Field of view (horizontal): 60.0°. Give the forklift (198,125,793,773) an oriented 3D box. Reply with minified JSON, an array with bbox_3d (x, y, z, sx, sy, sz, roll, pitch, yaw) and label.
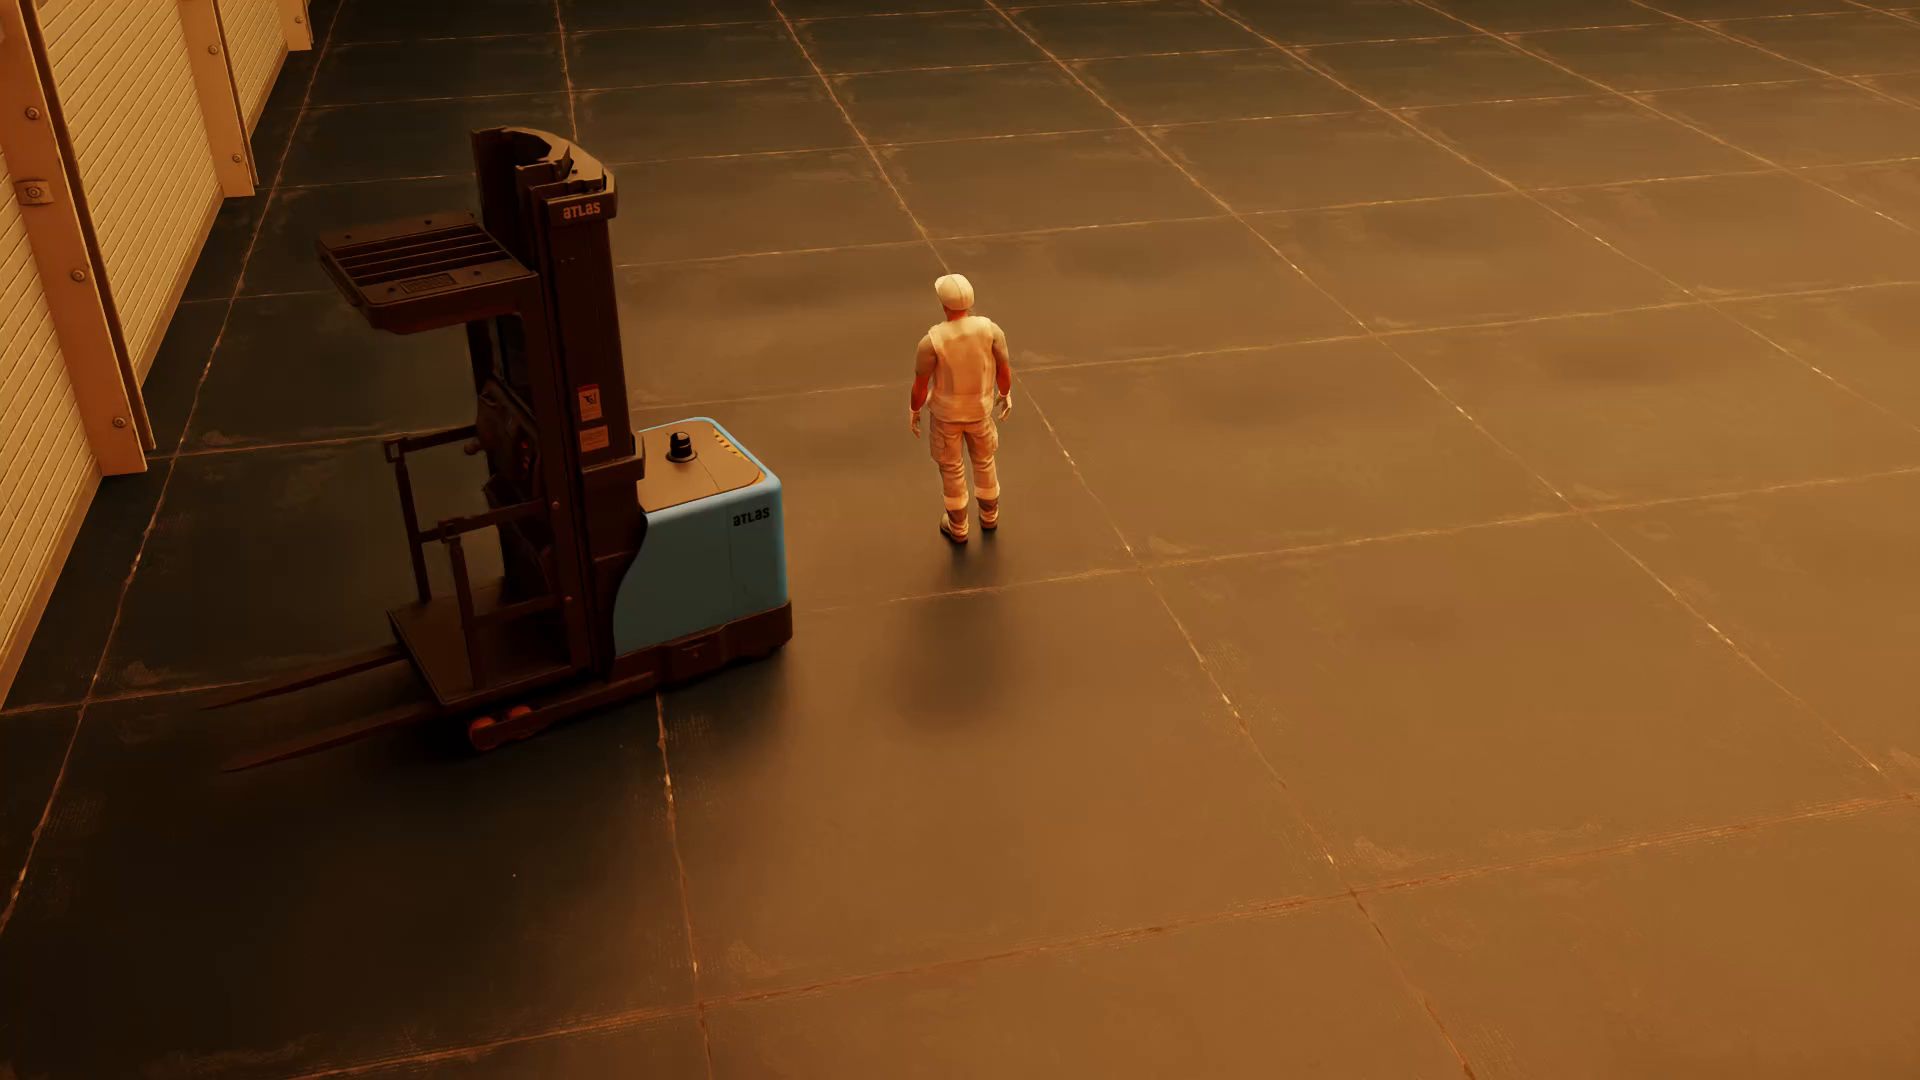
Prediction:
[{"bbox_3d":[-2.475,-0.482,8.407,3.031,2.935,1.130,-17,34,-27],"label":"forklift"}]

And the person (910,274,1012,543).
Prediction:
[{"bbox_3d":[-0.007,-0.821,10.118,0.638,1.787,0.564,-7,31,-12],"label":"person"}]
